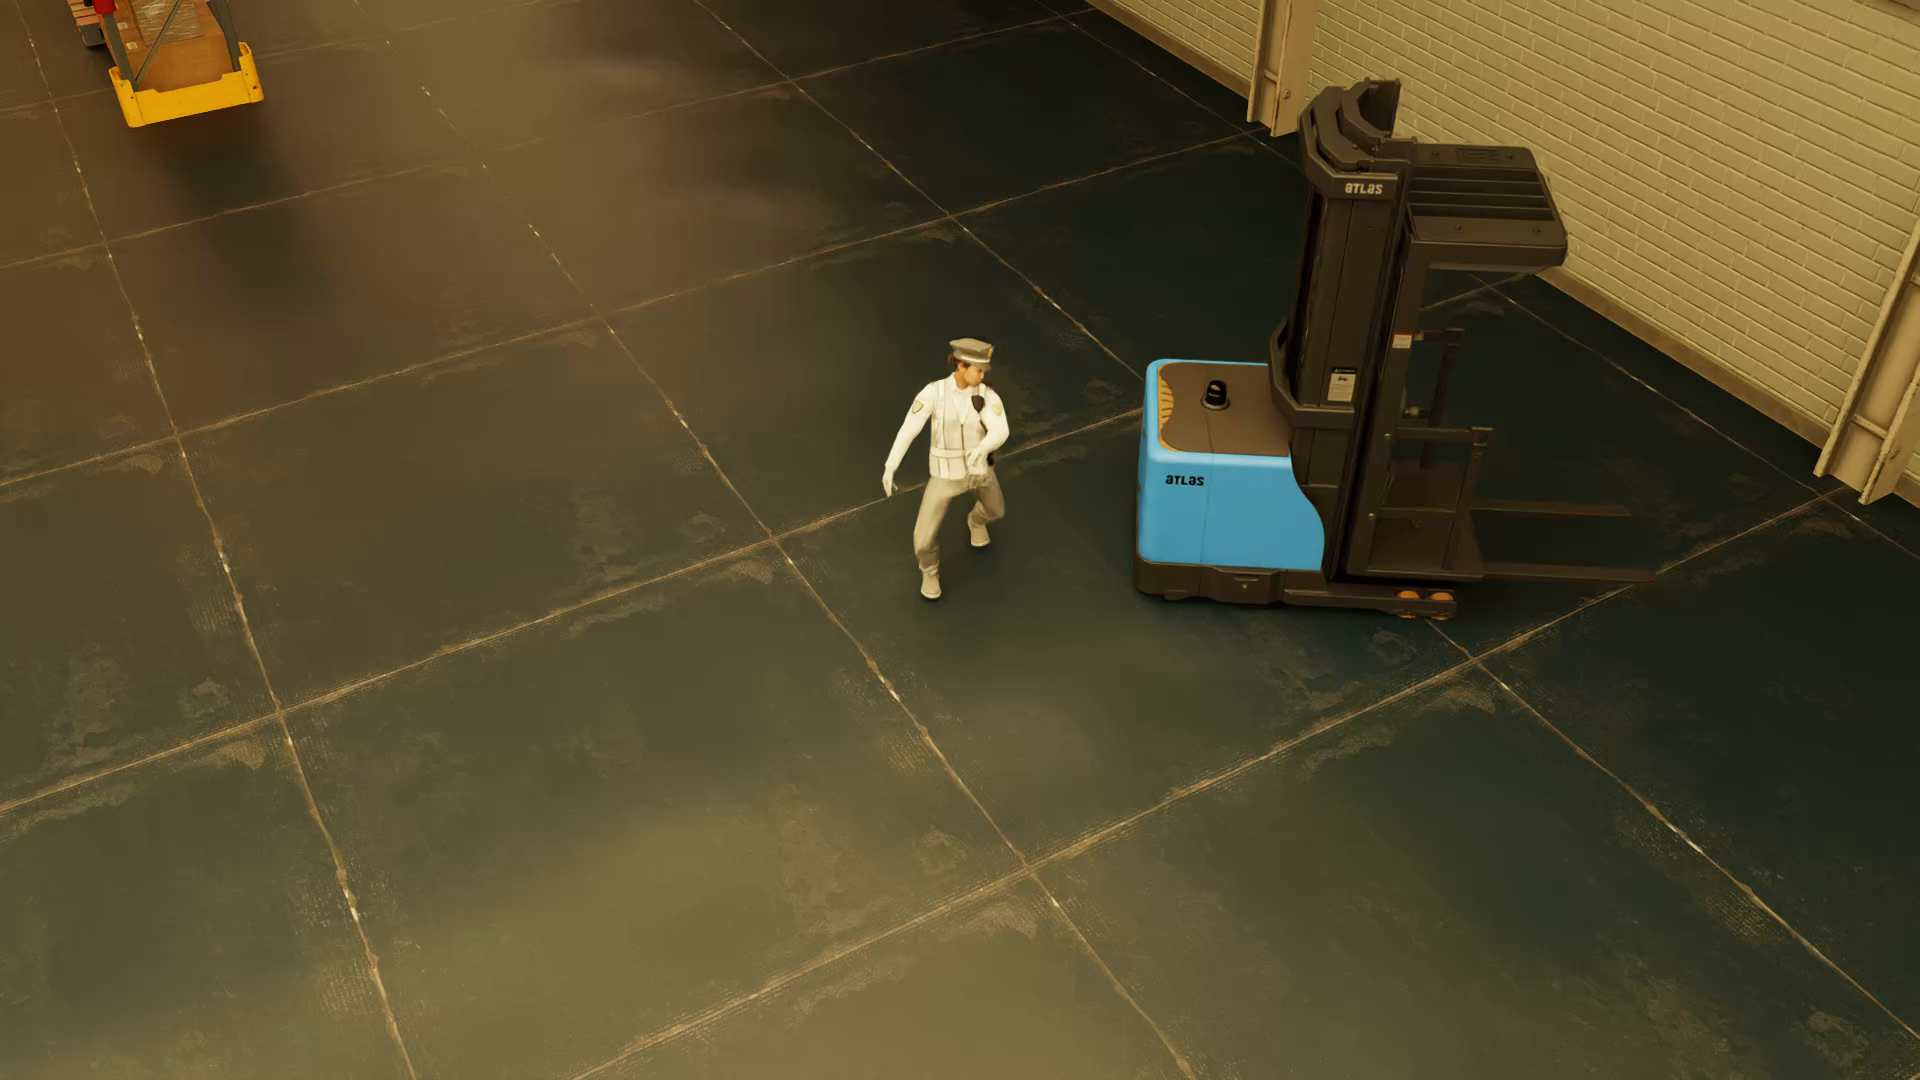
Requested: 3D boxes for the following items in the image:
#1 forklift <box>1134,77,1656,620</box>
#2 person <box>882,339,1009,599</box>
[{"bbox_3d":[2.580,-1.013,9.258,3.031,2.935,1.130,3,40,4],"label":"forklift"},{"bbox_3d":[-0.073,-0.366,9.561,0.774,1.522,0.829,-14,42,-16],"label":"person"}]
